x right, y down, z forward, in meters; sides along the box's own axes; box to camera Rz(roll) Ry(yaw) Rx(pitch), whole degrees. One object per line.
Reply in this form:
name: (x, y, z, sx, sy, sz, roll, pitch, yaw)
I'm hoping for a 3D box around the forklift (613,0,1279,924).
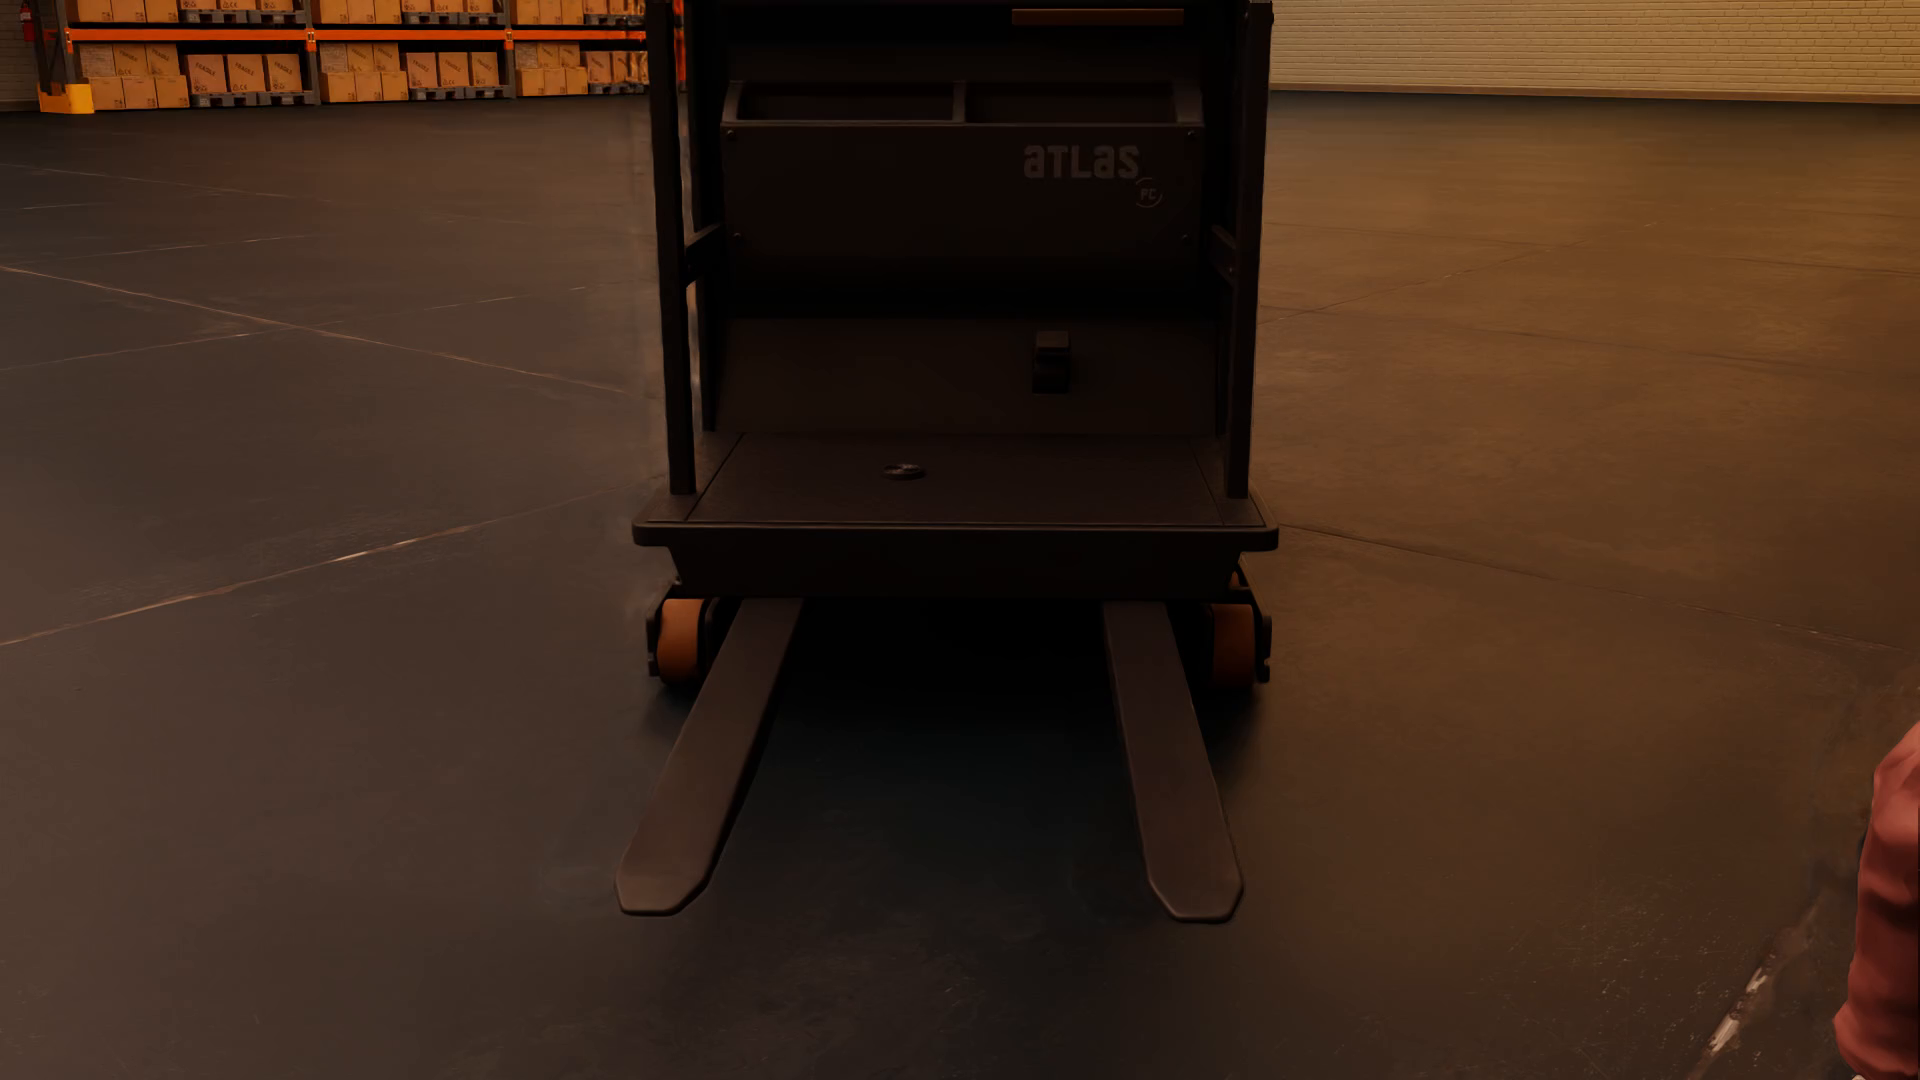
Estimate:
forklift: (0.002, -1.218, 2.909, 1.130, 2.935, 3.031, 0, 17, 2)
